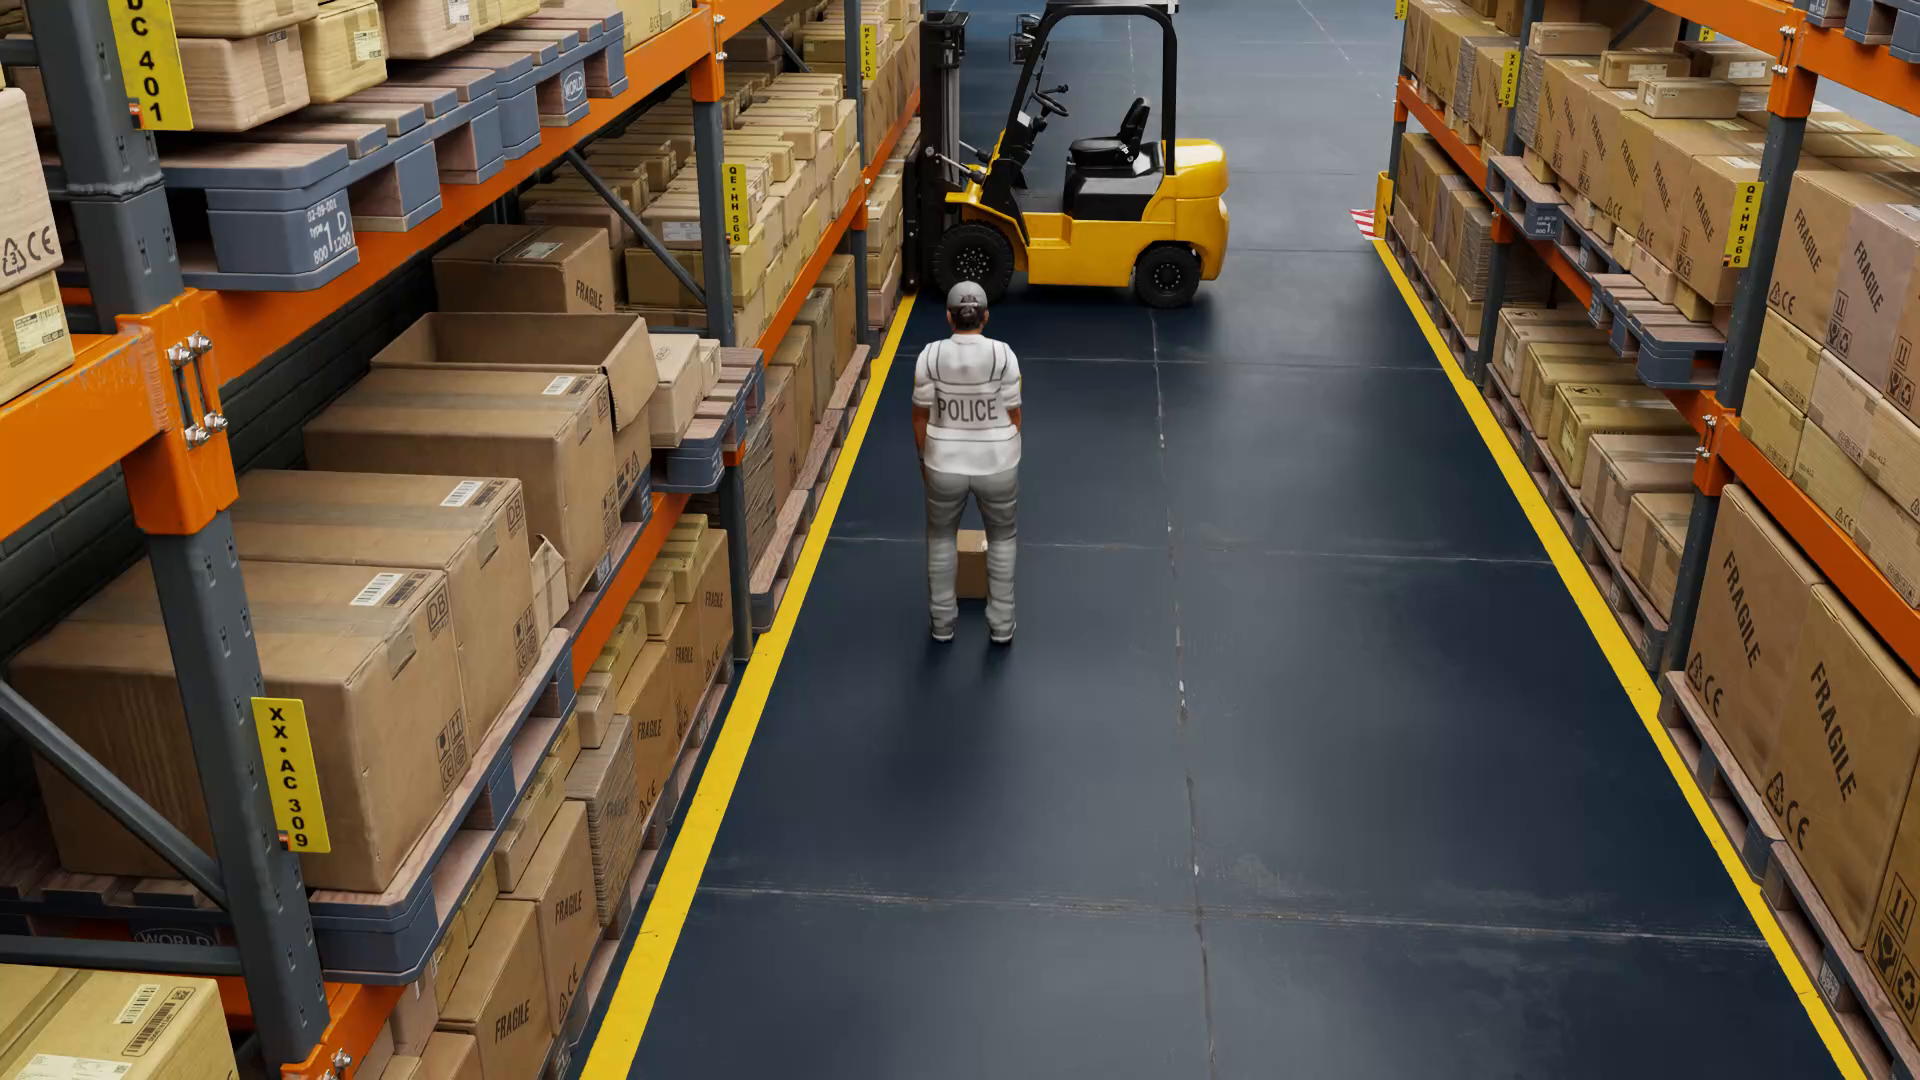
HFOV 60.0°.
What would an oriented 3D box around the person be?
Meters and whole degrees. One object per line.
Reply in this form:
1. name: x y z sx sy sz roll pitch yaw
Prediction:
1. person: 0.030 -0.320 7.339 0.480 1.649 0.418 2 25 3
